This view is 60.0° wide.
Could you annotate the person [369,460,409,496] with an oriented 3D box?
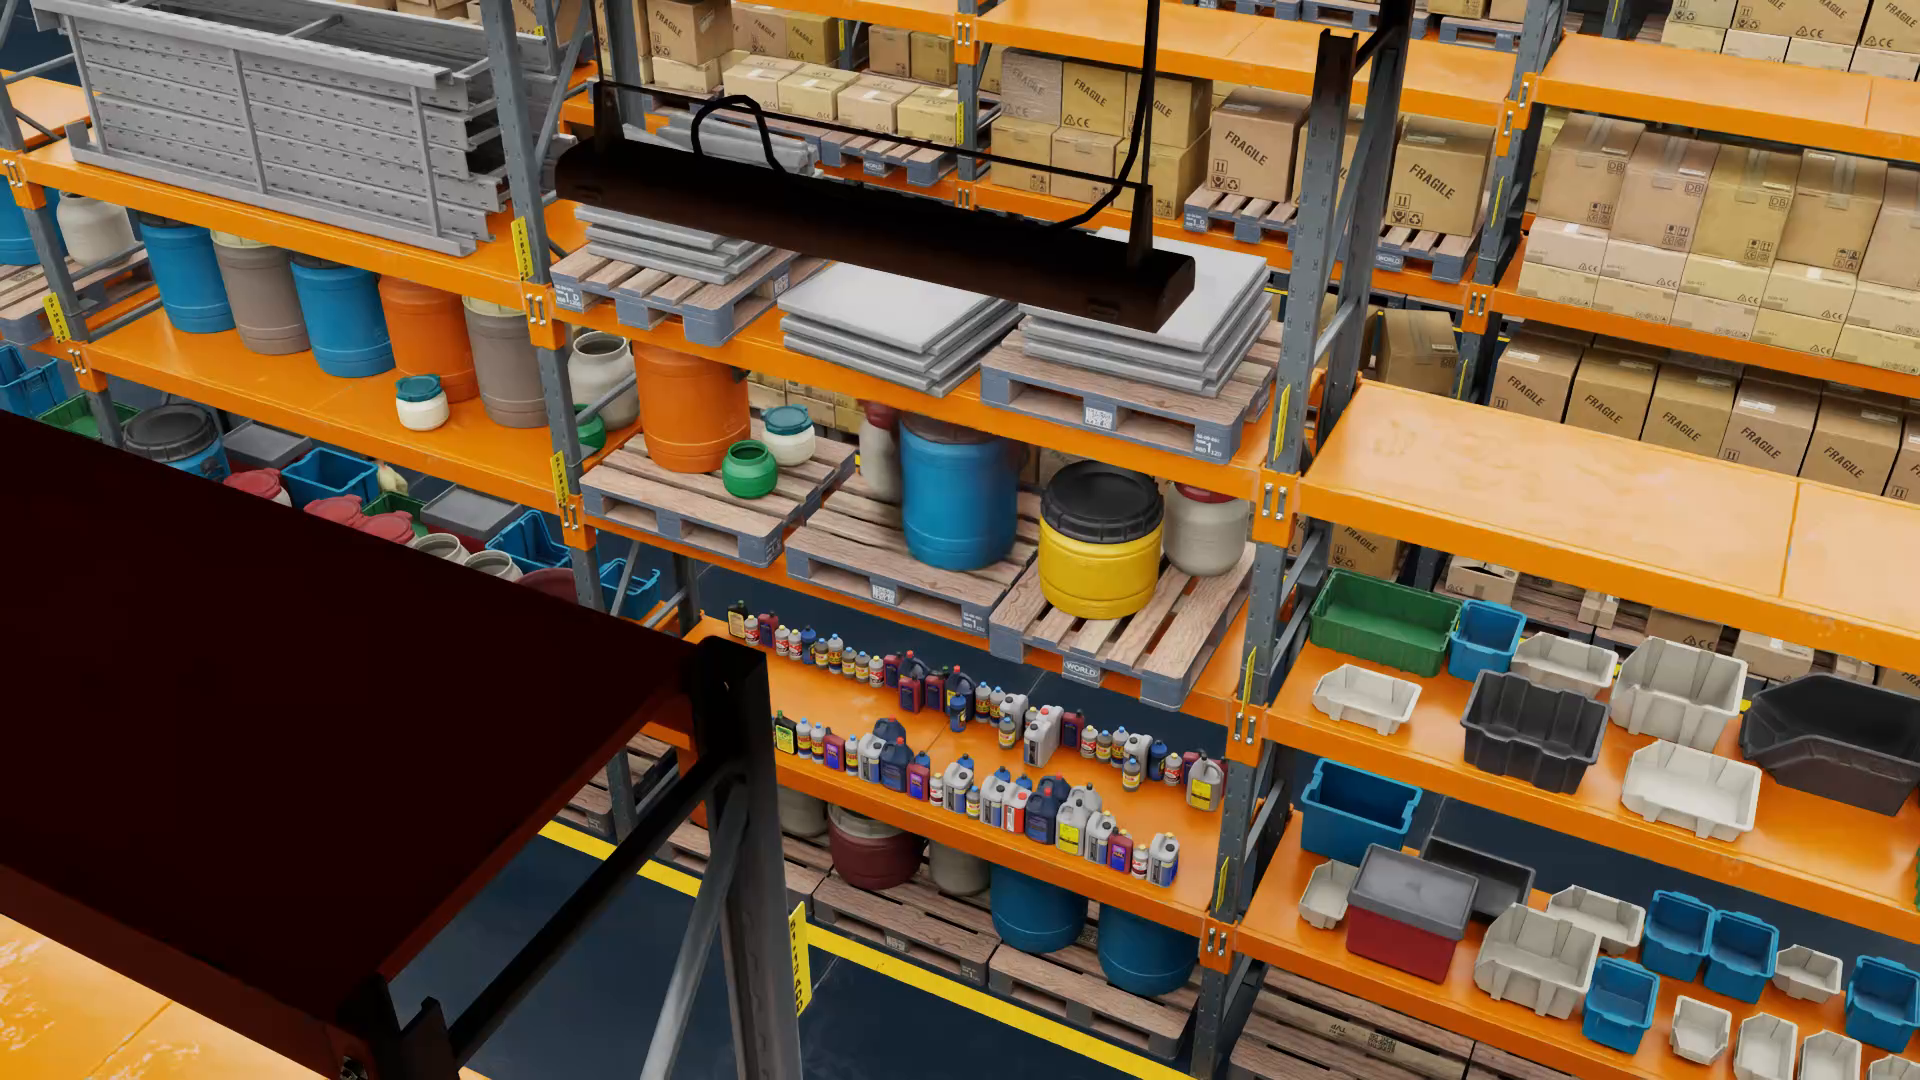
[{"bbox_3d":[-4.221,-0.035,12.596,0.552,1.340,0.449,-25,42,-32],"label":"person"}]
